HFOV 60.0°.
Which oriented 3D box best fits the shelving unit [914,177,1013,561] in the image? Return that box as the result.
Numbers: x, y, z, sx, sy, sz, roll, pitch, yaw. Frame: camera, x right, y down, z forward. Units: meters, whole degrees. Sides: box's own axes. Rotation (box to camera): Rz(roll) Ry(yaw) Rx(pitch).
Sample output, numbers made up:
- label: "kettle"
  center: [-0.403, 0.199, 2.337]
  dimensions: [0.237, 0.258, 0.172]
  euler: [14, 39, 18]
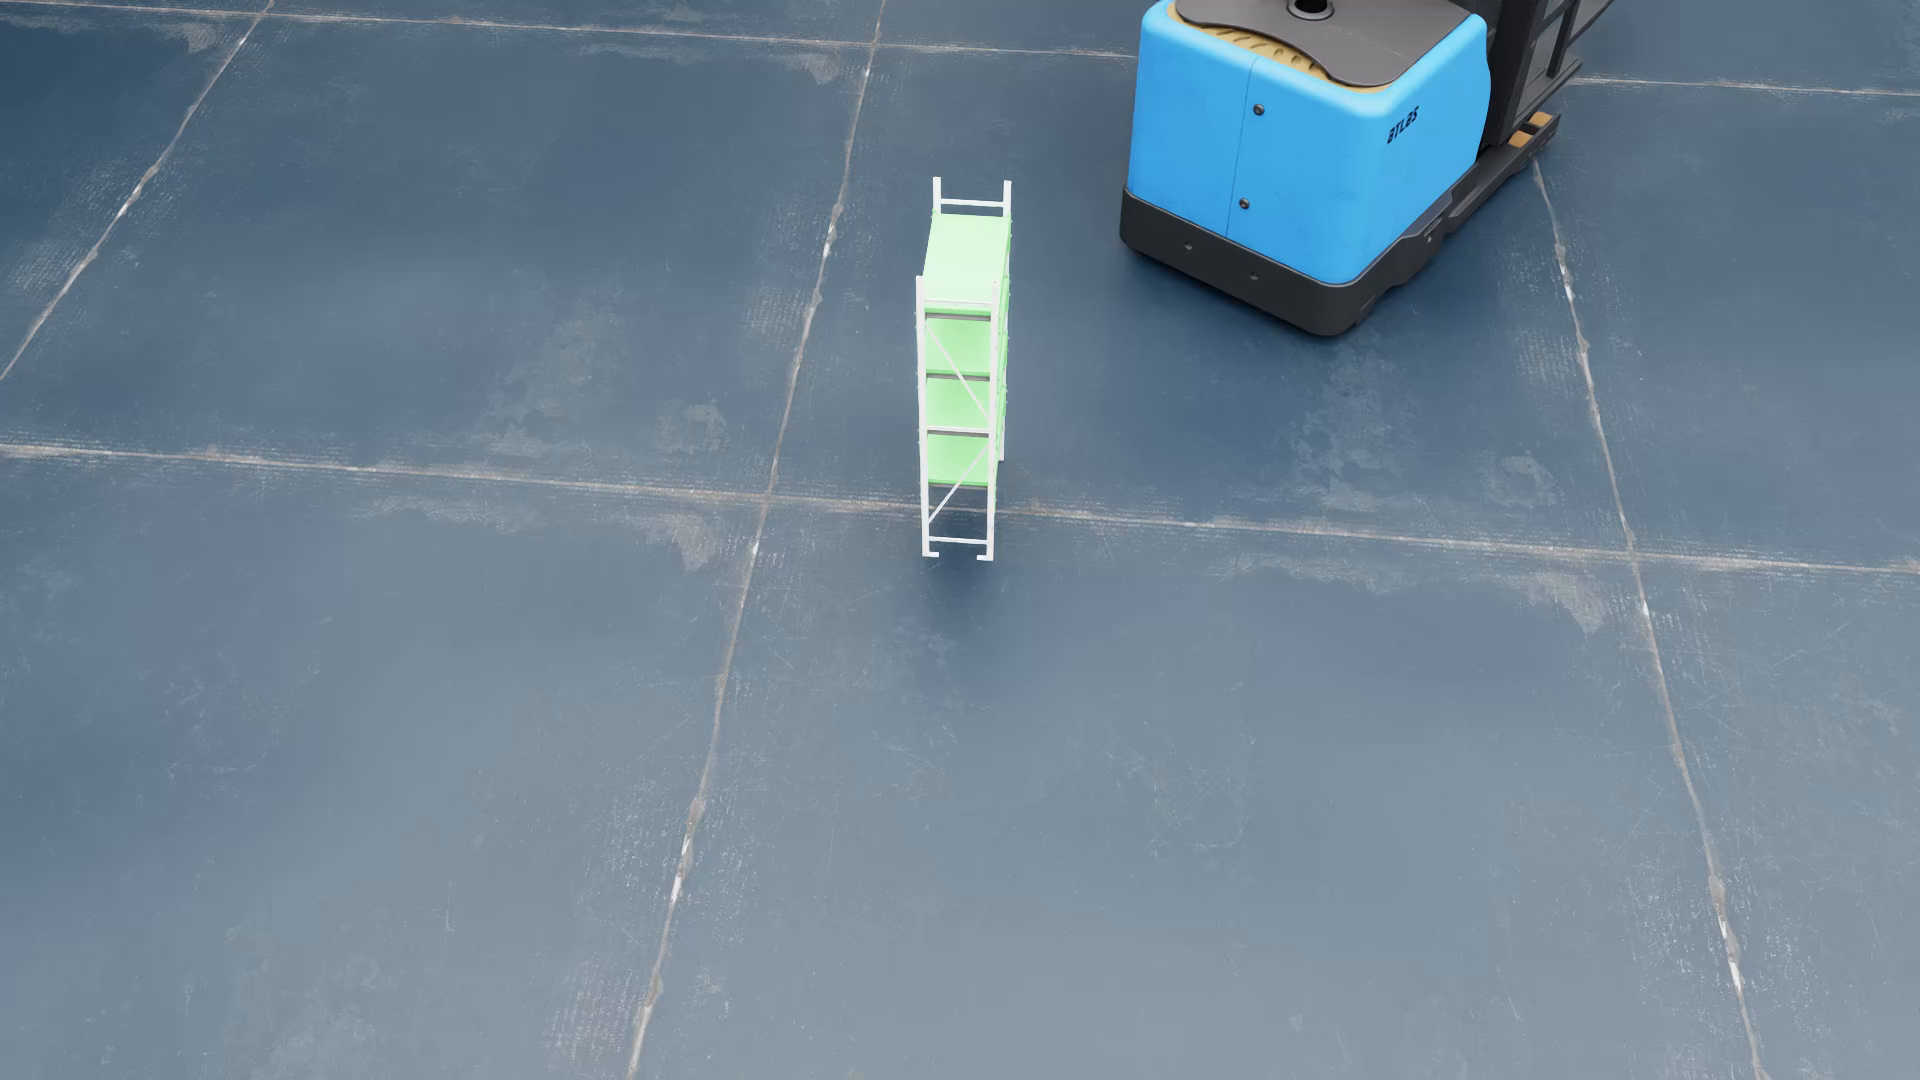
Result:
- label: "shelving unit"
  center: [0.015, -0.527, 5.419]
  dimensions: [0.258, 1.200, 0.503]
  euler: [4, 48, 4]

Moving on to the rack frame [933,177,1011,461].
- label: "rack frame"
  center: [0.037, -0.706, 5.583]
  dimensions: [0.240, 1.200, 0.015]
  euler: [4, 48, 4]

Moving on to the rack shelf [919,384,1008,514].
- label: "rack shelf"
  center: [0.015, -0.321, 5.643]
  dimensions: [0.258, 0.148, 0.480]
  euler: [4, 48, 4]

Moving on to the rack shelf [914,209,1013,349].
- label: "rack shelf"
  center: [0.015, -0.807, 5.111]
  dimensions: [0.258, 0.148, 0.480]
  euler: [4, 48, 4]

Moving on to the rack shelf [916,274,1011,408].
- label: "rack shelf"
  center: [0.015, -0.645, 5.289]
  dimensions: [0.258, 0.148, 0.480]
  euler: [4, 48, 4]

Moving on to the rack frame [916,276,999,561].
- label: "rack frame"
  center: [-0.007, -0.347, 5.255]
  dimensions: [0.240, 1.200, 0.015]
  euler: [4, 48, 4]

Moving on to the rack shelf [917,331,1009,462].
- label: "rack shelf"
  center: [0.015, -0.483, 5.466]
  dimensions: [0.258, 0.148, 0.480]
  euler: [4, 48, 4]

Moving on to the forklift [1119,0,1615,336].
- label: "forklift"
  center: [1.969, -2.801, 6.325]
  dimensions: [1.130, 2.935, 3.031]
  euler: [31, 55, 25]
